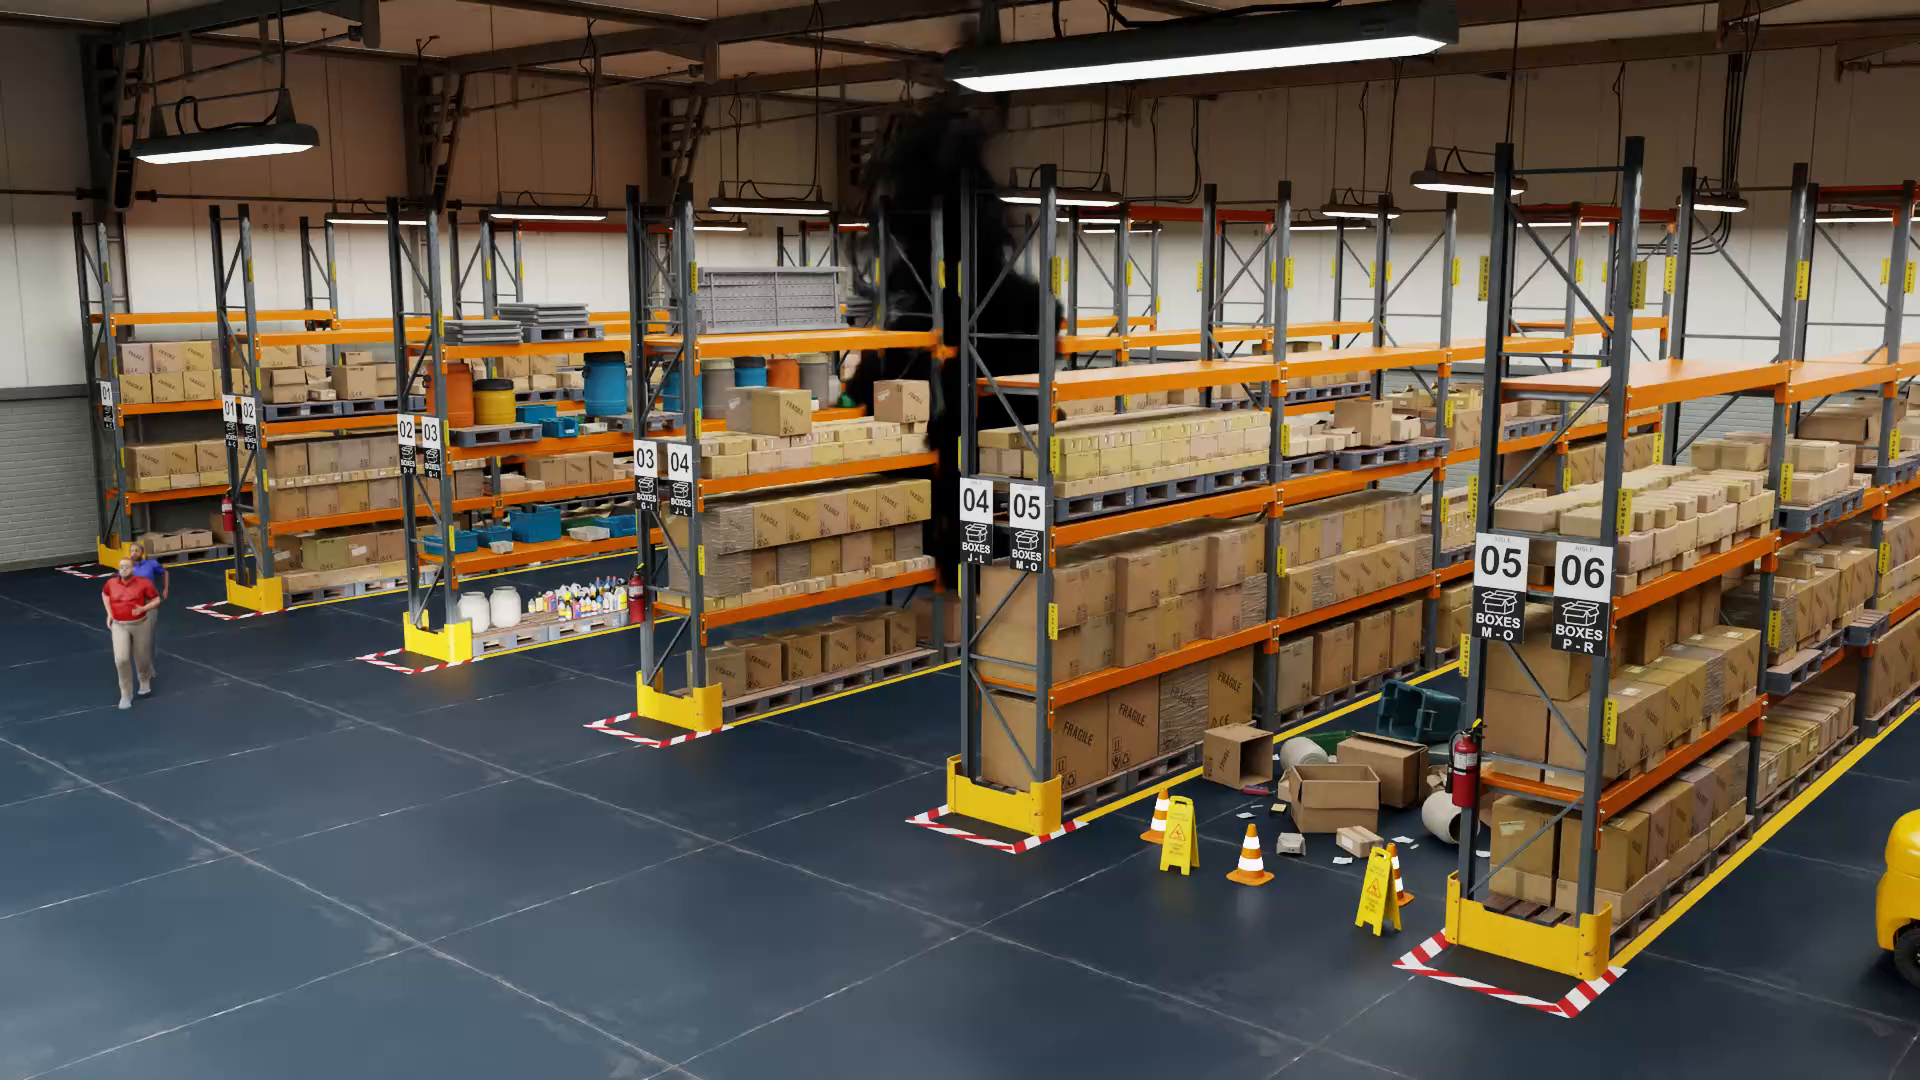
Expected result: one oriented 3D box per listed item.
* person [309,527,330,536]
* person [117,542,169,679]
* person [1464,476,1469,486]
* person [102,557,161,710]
[{"bbox_3d":[-10.677,-0.286,27.692,0.640,1.836,0.727,9,13,42],"label":"person"},{"bbox_3d":[-10.397,0.852,21.163,0.583,1.665,0.935,-3,10,-18],"label":"person"},{"bbox_3d":[8.293,-0.180,27.094,0.728,1.788,0.634,8,13,41],"label":"person"},{"bbox_3d":[-9.781,1.079,19.678,0.645,1.789,0.799,-4,10,-20],"label":"person"}]
